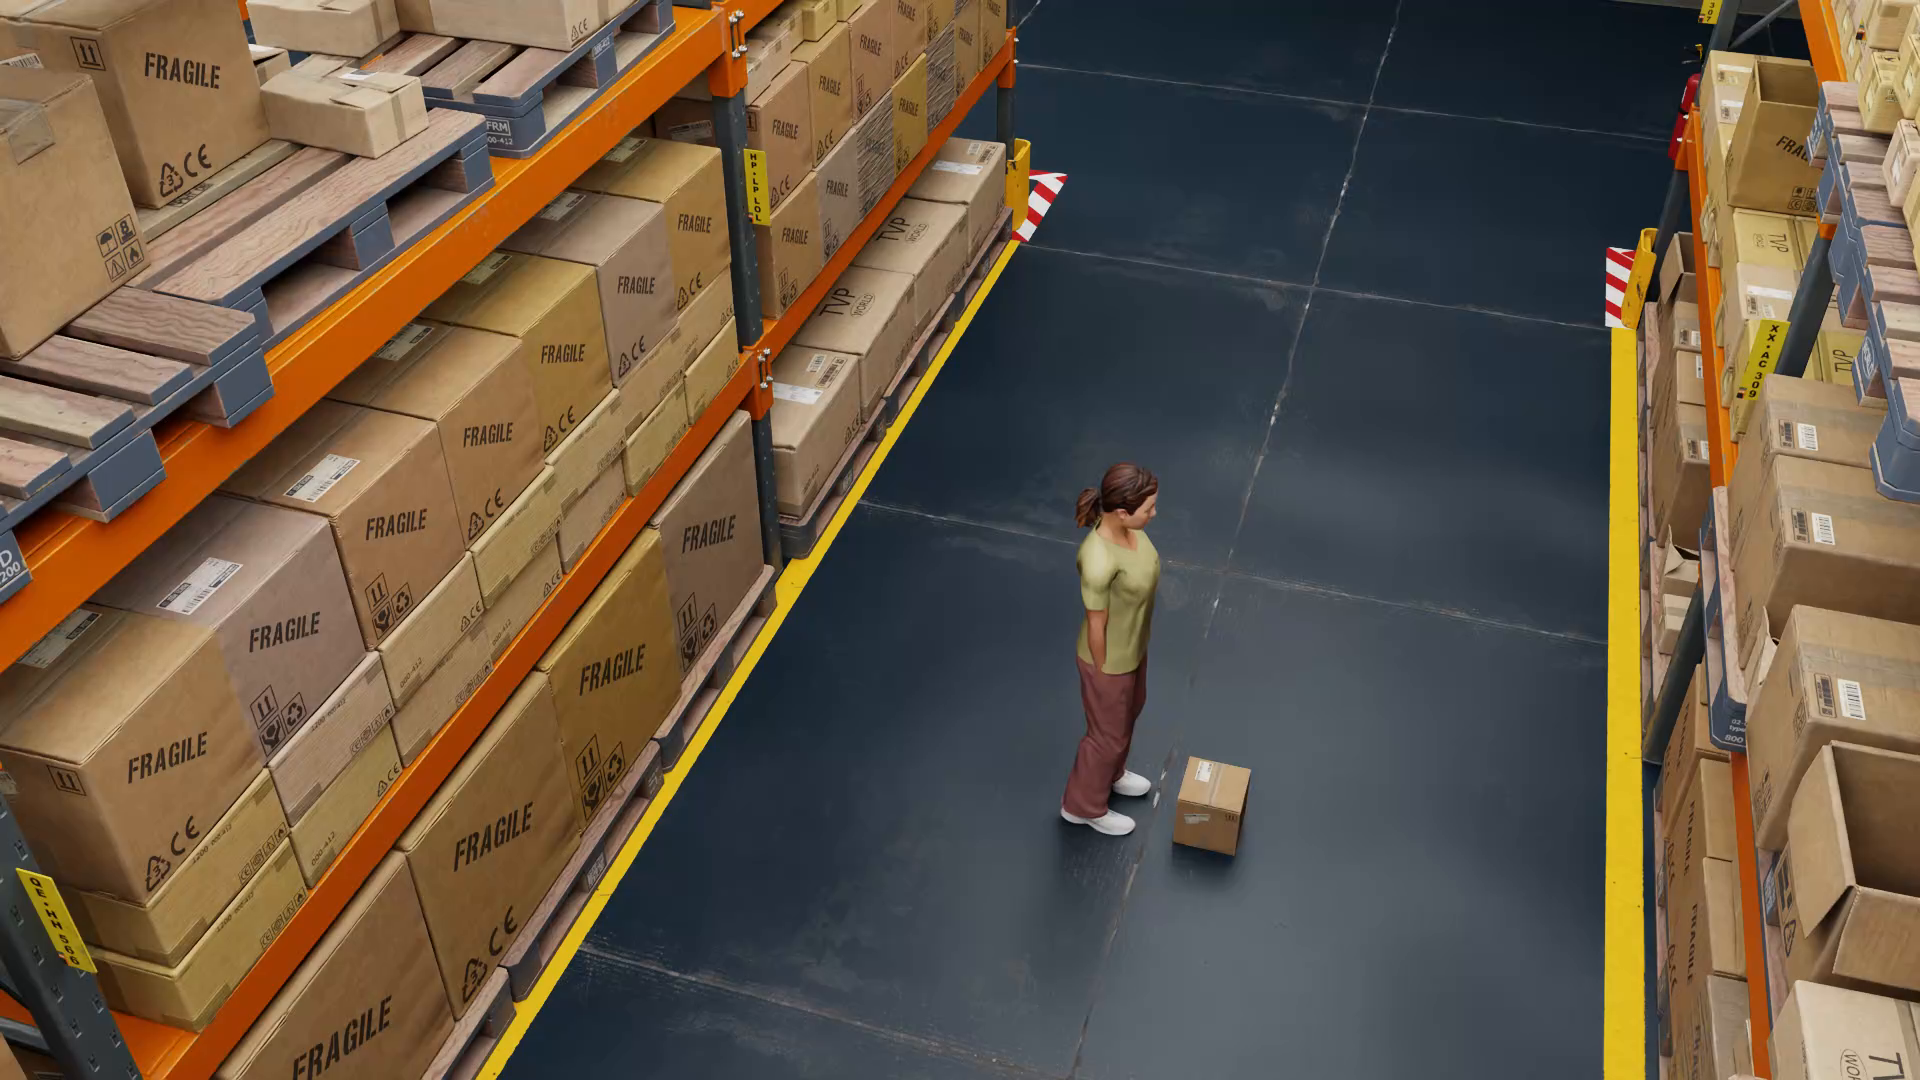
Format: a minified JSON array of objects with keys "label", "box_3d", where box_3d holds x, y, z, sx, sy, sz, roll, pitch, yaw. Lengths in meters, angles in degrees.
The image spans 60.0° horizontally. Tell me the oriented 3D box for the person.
[{"label":"person","box_3d":[0.589,0.407,6.363,0.355,1.673,0.445,11,39,15]}]
